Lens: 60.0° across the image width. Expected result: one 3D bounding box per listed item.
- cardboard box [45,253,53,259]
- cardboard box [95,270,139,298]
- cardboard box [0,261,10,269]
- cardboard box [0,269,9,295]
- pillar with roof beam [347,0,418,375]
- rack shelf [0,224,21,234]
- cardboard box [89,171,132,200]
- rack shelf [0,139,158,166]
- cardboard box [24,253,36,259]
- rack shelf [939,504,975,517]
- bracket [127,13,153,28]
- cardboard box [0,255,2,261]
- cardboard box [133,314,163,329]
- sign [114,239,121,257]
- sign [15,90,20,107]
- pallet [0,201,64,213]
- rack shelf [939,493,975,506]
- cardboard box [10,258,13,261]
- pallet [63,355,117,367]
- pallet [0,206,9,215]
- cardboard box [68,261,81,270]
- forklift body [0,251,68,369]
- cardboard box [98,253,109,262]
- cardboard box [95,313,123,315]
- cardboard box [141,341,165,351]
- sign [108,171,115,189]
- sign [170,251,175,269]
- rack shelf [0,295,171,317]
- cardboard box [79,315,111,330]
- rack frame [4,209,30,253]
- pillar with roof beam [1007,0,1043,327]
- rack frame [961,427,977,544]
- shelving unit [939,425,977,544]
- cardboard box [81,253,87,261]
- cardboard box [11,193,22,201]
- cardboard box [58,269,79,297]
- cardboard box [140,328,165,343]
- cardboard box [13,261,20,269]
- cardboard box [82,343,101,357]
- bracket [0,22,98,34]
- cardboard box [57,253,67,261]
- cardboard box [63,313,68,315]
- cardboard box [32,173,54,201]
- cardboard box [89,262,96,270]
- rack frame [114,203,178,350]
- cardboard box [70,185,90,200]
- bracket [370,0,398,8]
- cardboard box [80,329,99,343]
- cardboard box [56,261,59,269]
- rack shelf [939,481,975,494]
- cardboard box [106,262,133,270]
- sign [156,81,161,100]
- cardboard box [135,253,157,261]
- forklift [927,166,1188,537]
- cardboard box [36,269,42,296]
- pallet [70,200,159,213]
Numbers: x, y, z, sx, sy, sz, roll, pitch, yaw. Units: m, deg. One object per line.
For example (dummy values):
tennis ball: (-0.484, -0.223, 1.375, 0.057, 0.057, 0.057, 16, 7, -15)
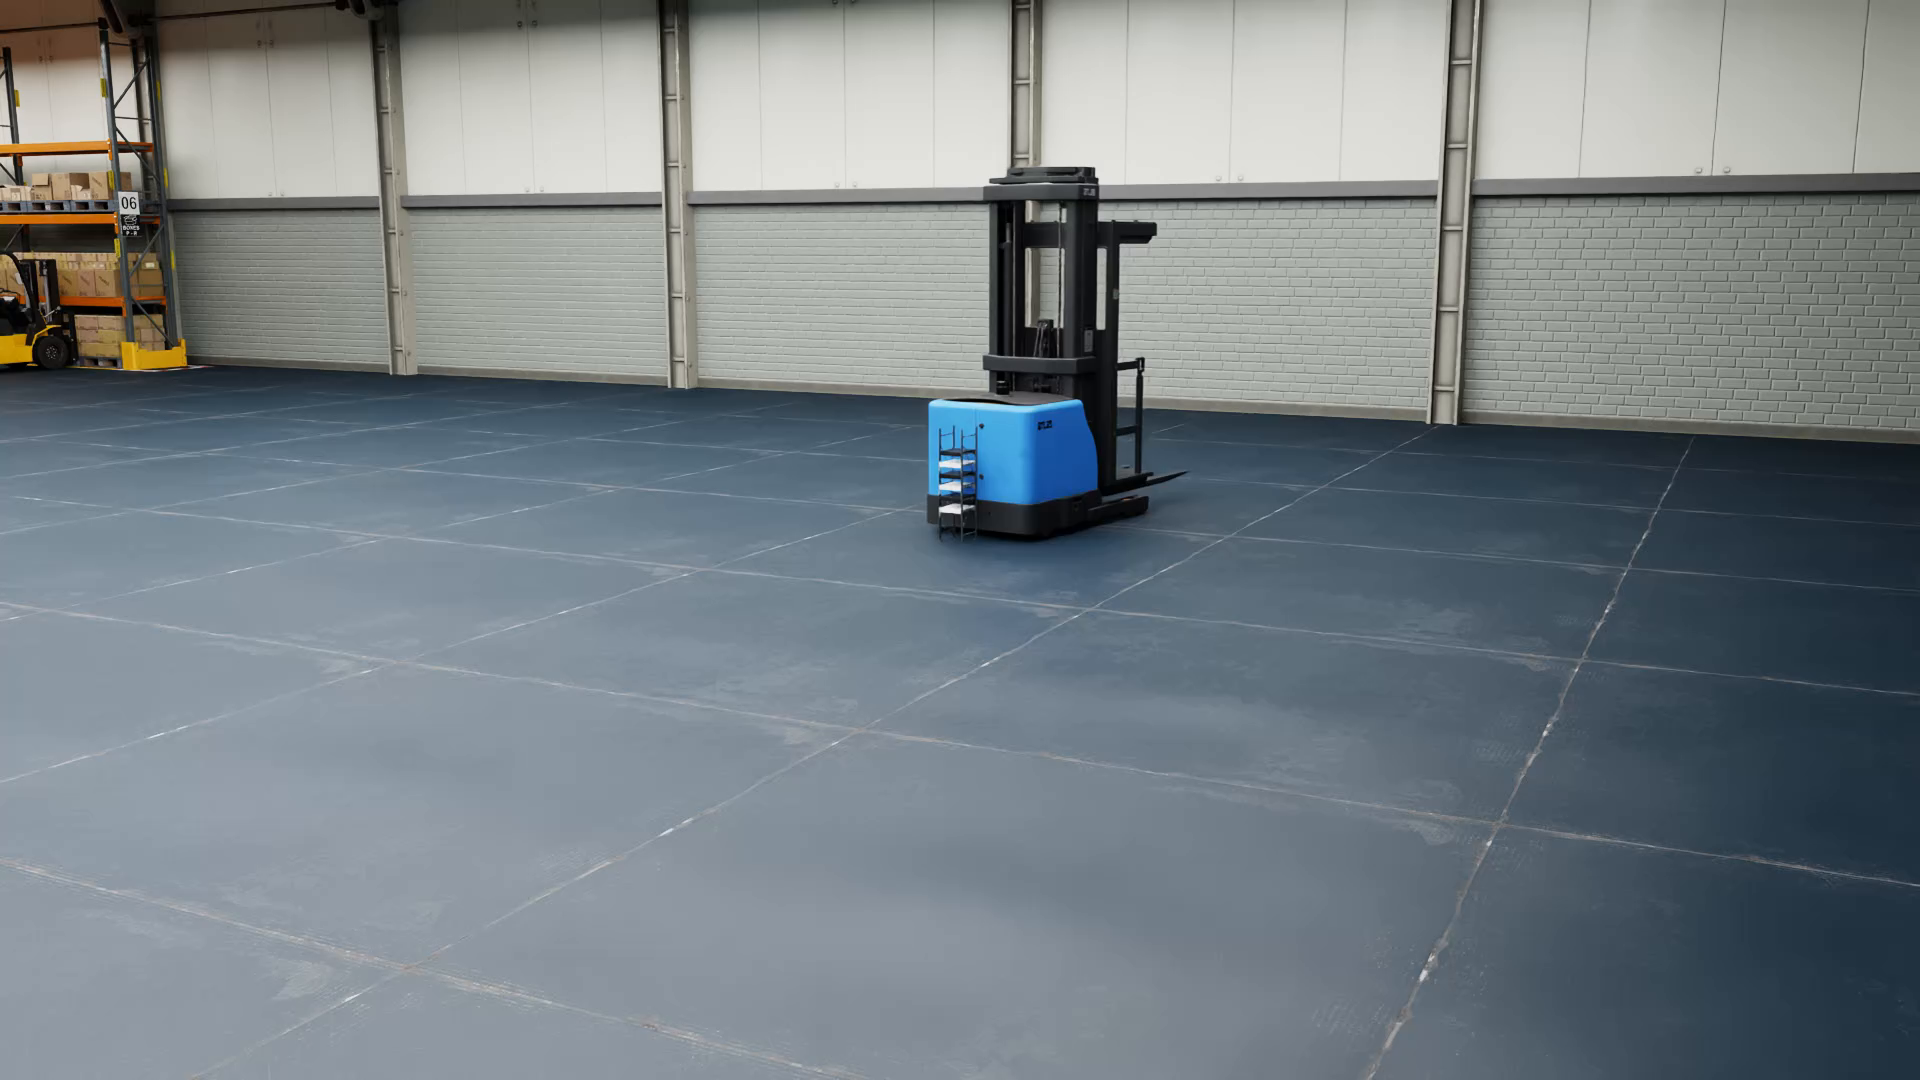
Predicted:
cardboard box: (-17.014, -5.341, 31.380, 0.250, 0.149, 0.380, 5, 11, 26)
cardboard box: (-15.561, -4.735, 30.690, 0.500, 0.500, 0.500, 5, 11, 25)
cardboard box: (-18.188, -5.285, 31.909, 0.250, 0.149, 0.380, 5, 12, 27)
cardboard box: (-18.308, -4.977, 32.025, 0.500, 0.500, 0.500, 5, 11, 24)
pillar with roof beam: (-11.753, -6.680, 24.869, 0.548, 9.000, 9.100, 5, 11, 26)
rack shelf: (-20.384, -6.284, 33.125, 4.000, 0.370, 1.077, 5, 11, 26)
cardboard box: (-15.508, -6.466, 30.372, 0.500, 0.500, 0.500, 5, 12, 28)
rack shelf: (-16.797, -7.248, 31.152, 4.000, 0.370, 1.077, 5, 11, 26)
cardboard box: (-17.499, -5.369, 31.535, 0.250, 0.149, 0.380, 5, 11, 25)
rack shelf: (-0.016, -0.232, 13.180, 0.200, 0.077, 0.258, 6, 12, 30)
bracket: (-15.014, -9.522, 30.466, 0.430, 0.232, 0.235, 5, 11, 26)
cardboard box: (-18.436, -5.447, 31.964, 0.250, 0.149, 0.380, 5, 12, 27)
cardboard box: (-15.351, -4.103, 31.211, 0.500, 0.250, 0.500, 5, 11, 25)
sign: (-15.256, -5.290, 30.119, 0.005, 0.325, 0.100, 5, 11, 26)
sign: (-18.323, -8.581, 32.305, 0.005, 0.325, 0.100, 5, 11, 26)
pallet: (-17.814, -6.374, 31.850, 1.213, 0.211, 1.003, 5, 11, 26)
rack shelf: (-0.016, -0.320, 13.164, 0.200, 0.077, 0.258, 6, 12, 30)
cardboard box: (-17.929, -5.422, 31.827, 0.250, 0.149, 0.380, 5, 11, 25)
pallet: (-16.798, -3.467, 31.793, 1.213, 0.211, 1.003, 5, 11, 26)
pallet: (-19.387, -6.454, 32.580, 1.217, 0.209, 0.805, 5, 11, 24)
cardboard box: (-16.364, -5.120, 30.998, 0.250, 0.149, 0.380, 5, 11, 24)
forklift body: (-17.511, -4.129, 30.007, 1.214, 2.155, 2.313, 5, 11, 26)
cardboard box: (-15.653, -5.213, 30.673, 0.250, 0.149, 0.380, 5, 11, 26)
cardboard box: (-16.244, -4.183, 31.652, 0.500, 0.250, 0.500, 5, 11, 25)
cardboard box: (-15.358, -3.613, 31.310, 0.500, 0.250, 0.500, 5, 11, 26)
sign: (-15.256, -6.476, 29.904, 0.005, 0.325, 0.100, 5, 11, 26)
sign: (-14.753, -5.242, 31.119, 0.005, 0.325, 0.100, 5, 11, 26)
rack shelf: (-16.797, -4.493, 31.651, 4.000, 0.370, 1.077, 5, 11, 26)
cardboard box: (-16.015, -4.060, 30.977, 0.500, 0.250, 0.500, 5, 12, 27)
rack frame: (-18.591, -5.004, 32.458, 0.127, 3.000, 1.000, 5, 11, 26)
pillar with roof beam: (-0.992, -5.734, 19.644, 0.400, 9.000, 9.100, 5, 11, 26)
rack frame: (0.072, -0.432, 13.092, 0.006, 0.900, 0.240, 6, 12, 30)
shelving unit: (-0.016, -0.441, 13.142, 0.210, 0.900, 0.258, 6, 12, 30)
cardboard box: (-16.090, -5.261, 30.937, 0.250, 0.149, 0.380, 5, 11, 26)
cardboard box: (-17.633, -6.468, 31.369, 0.250, 0.149, 0.380, 5, 12, 28)
cardboard box: (-16.482, -4.818, 31.147, 0.500, 0.500, 0.500, 5, 11, 25)
cardboard box: (-15.333, -3.859, 31.267, 0.500, 0.250, 0.500, 5, 12, 27)
cardboard box: (-17.754, -5.238, 31.647, 0.250, 0.149, 0.380, 5, 12, 27)
cardboard box: (-16.007, -3.570, 31.074, 0.500, 0.250, 0.500, 5, 11, 26)
bracket: (-18.069, -9.790, 31.949, 4.783, 0.066, 0.076, 5, 11, 26)
cardboard box: (-16.607, -5.283, 31.060, 0.250, 0.149, 0.380, 5, 12, 27)
cardboard box: (-16.923, -4.140, 31.415, 0.500, 0.250, 0.500, 5, 11, 25)
cardboard box: (-16.890, -6.617, 31.194, 0.637, 0.503, 0.797, 5, 12, 28)
cardboard box: (-15.886, -5.086, 30.805, 0.250, 0.149, 0.380, 5, 12, 27)
rack frame: (-15.004, -4.689, 30.716, 0.127, 3.000, 1.000, 5, 11, 26)
cardboard box: (-16.109, -6.392, 30.618, 0.258, 0.266, 0.396, 5, 11, 26)
bracket: (-9.633, -9.049, 27.853, 0.430, 0.232, 0.235, 5, 11, 26)
cardboard box: (-16.023, -3.818, 31.043, 0.500, 0.250, 0.500, 5, 11, 25)
cardboard box: (-16.784, -5.171, 31.278, 0.250, 0.149, 0.380, 5, 11, 25)
rack shelf: (-0.016, -0.409, 13.148, 0.200, 0.077, 0.258, 6, 12, 30)
cardboard box: (-15.439, -5.040, 30.553, 0.250, 0.149, 0.380, 5, 11, 27)
sign: (-14.752, -8.267, 30.572, 0.005, 0.325, 0.100, 5, 11, 26)
cardboard box: (-15.210, -5.264, 30.958, 0.250, 0.149, 0.380, 5, 11, 25)
forklift: (0.986, -1.679, 14.278, 1.130, 2.935, 3.031, 7, 12, 34)
cardboard box: (-17.379, -4.899, 31.594, 0.500, 0.500, 0.500, 5, 11, 25)
pallet: (-15.626, -6.181, 30.788, 1.213, 0.211, 1.003, 5, 11, 26)
